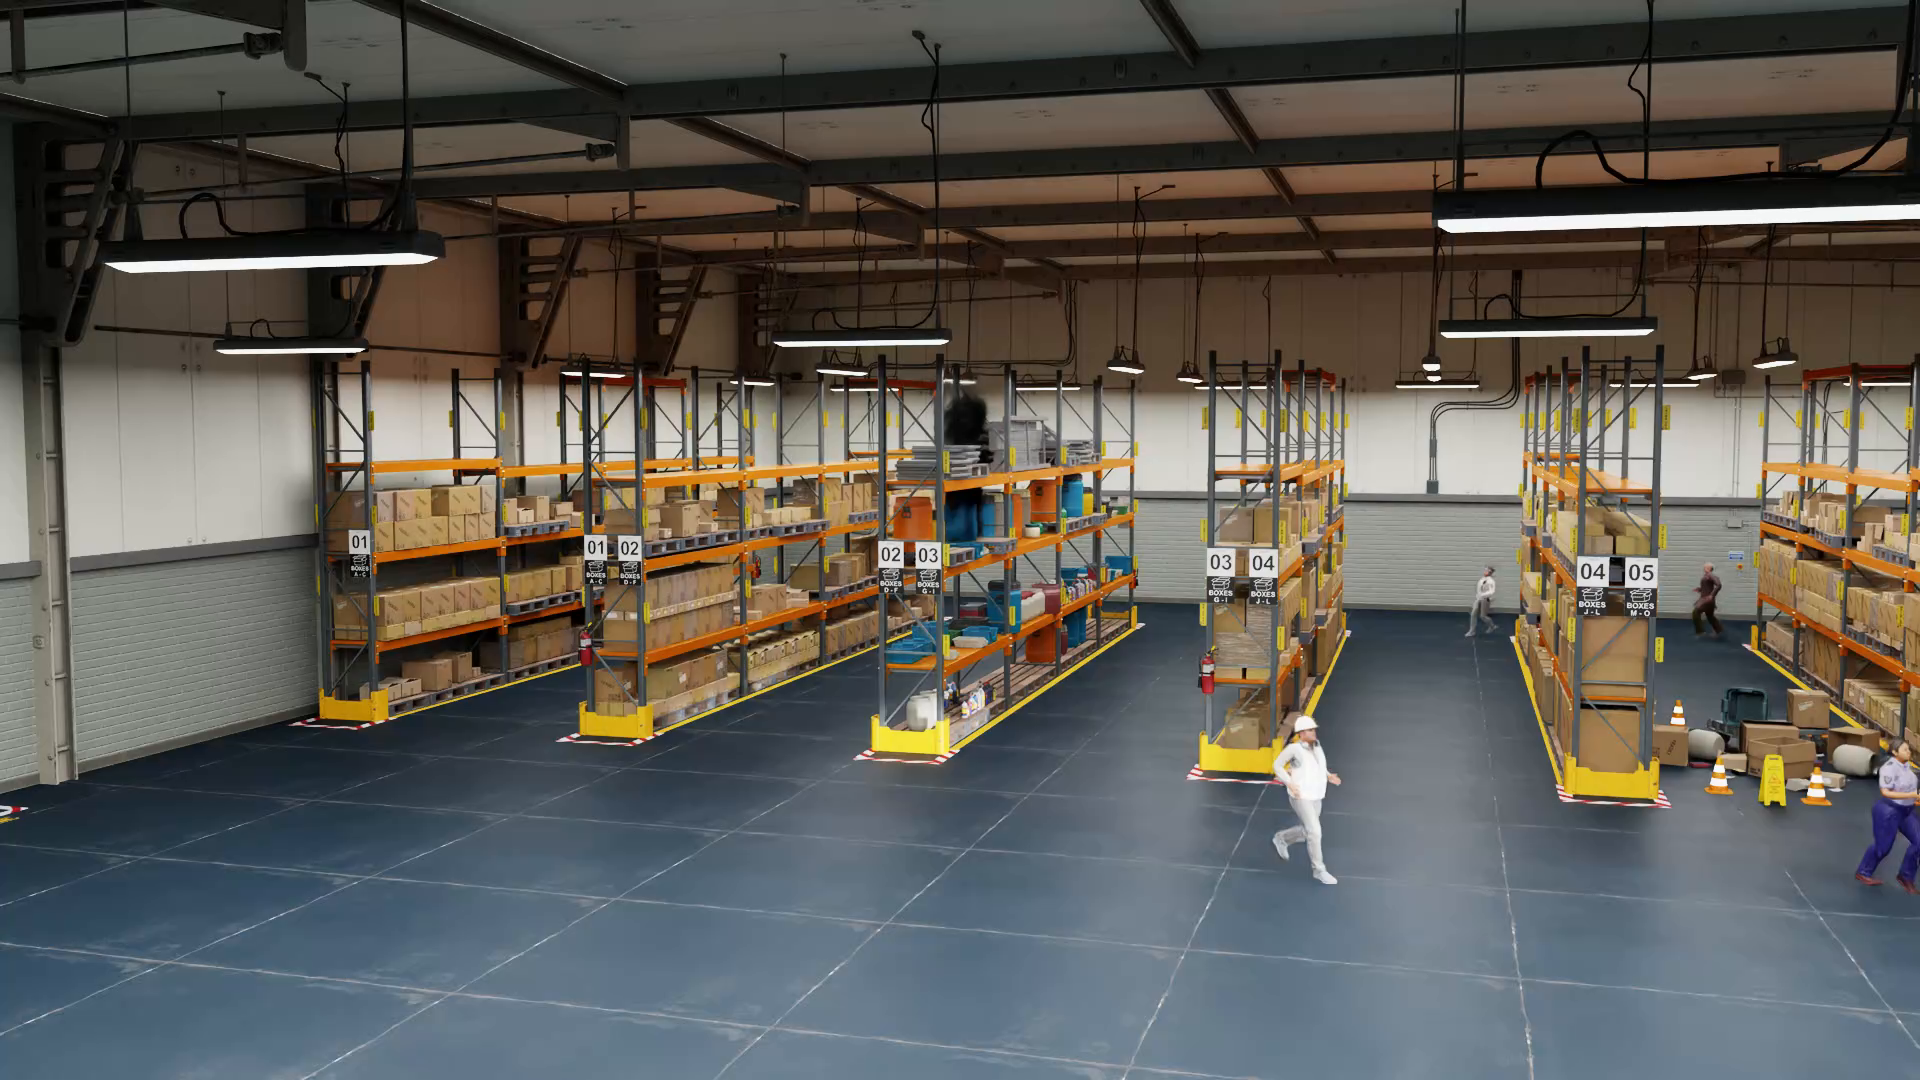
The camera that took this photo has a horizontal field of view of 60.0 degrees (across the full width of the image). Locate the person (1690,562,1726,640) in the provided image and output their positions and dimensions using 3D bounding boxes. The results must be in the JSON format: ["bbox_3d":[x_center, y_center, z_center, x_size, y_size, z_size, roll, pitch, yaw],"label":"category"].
[{"bbox_3d":[17.110,1.416,37.990,0.788,1.814,0.747,2,4,24],"label":"person"}]

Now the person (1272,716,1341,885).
[{"bbox_3d":[3.783,2.819,18.270,0.663,1.778,0.928,-4,5,-41],"label":"person"}]

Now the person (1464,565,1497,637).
[{"bbox_3d":[12.125,1.419,38.489,0.816,1.686,0.637,-1,4,-18],"label":"person"}]

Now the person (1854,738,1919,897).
[{"bbox_3d":[9.919,2.936,17.616,0.554,1.687,0.757,-2,5,-28],"label":"person"}]
